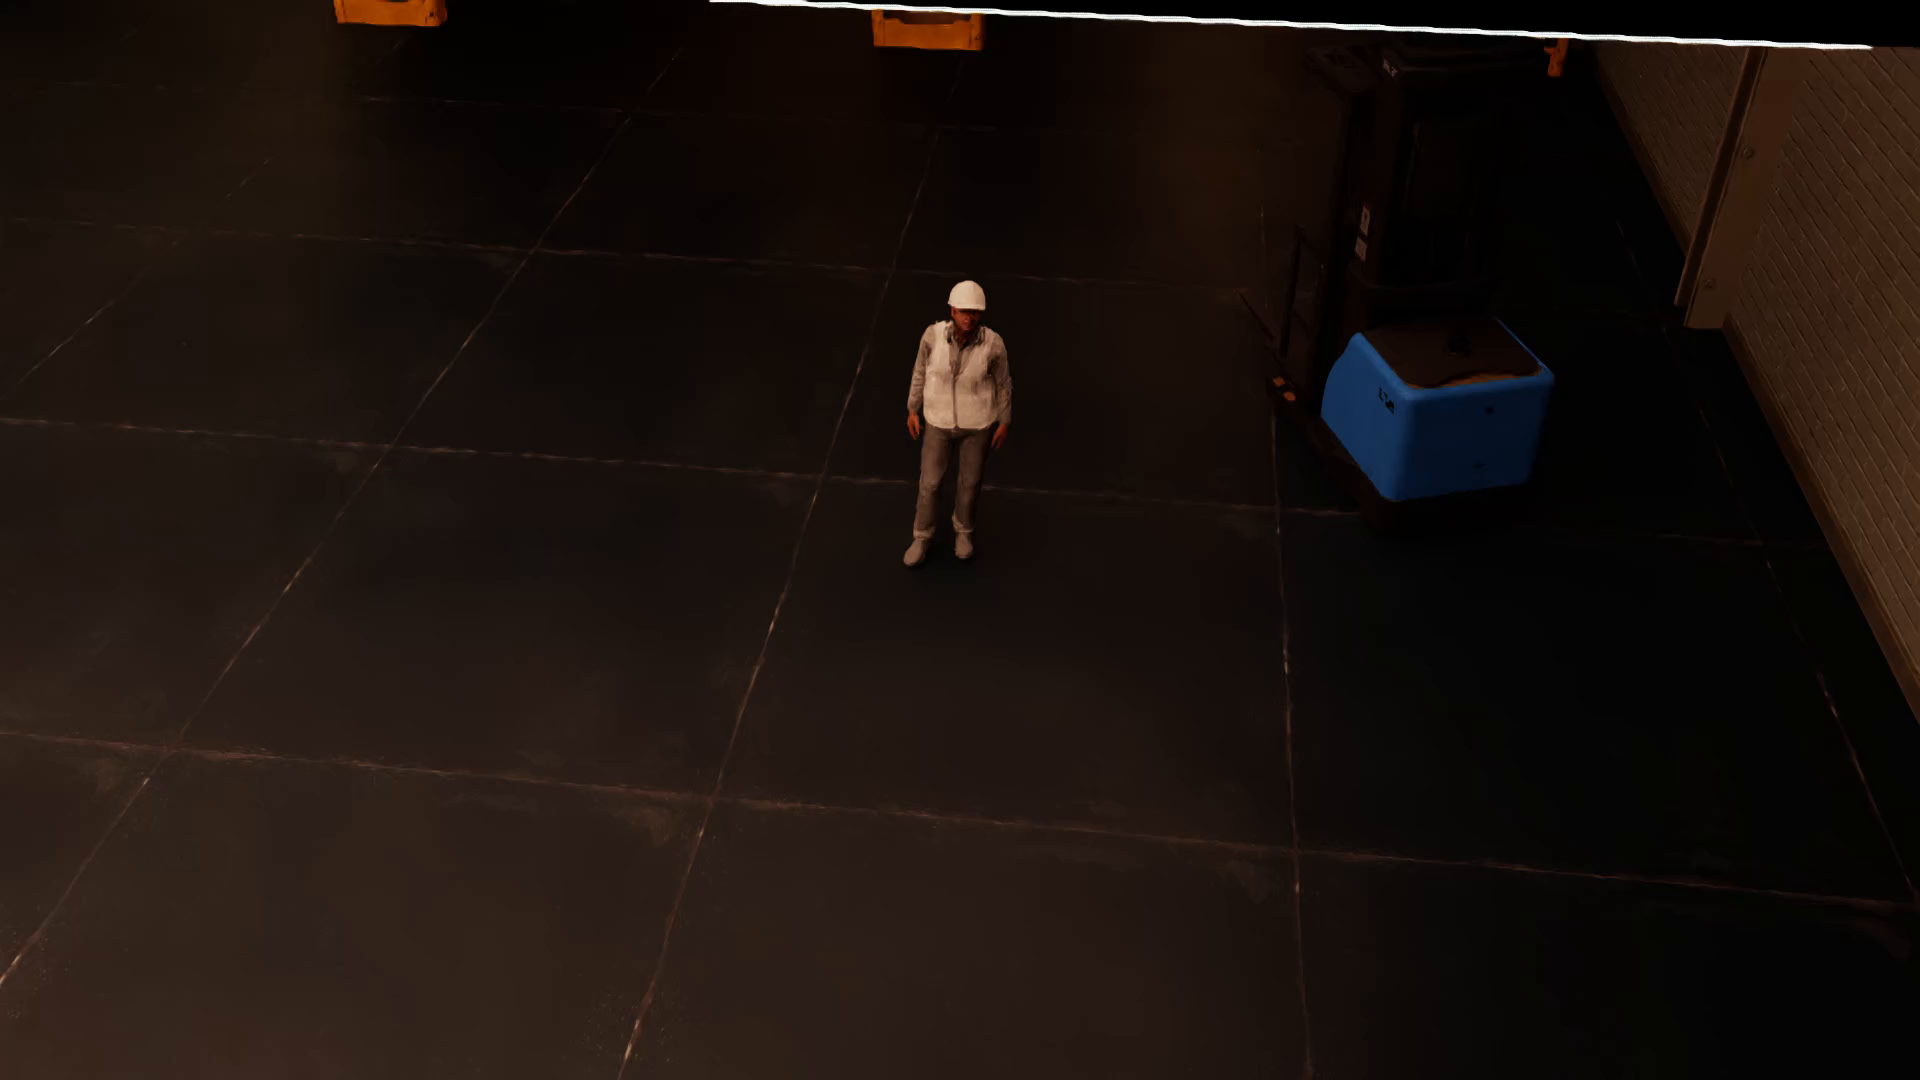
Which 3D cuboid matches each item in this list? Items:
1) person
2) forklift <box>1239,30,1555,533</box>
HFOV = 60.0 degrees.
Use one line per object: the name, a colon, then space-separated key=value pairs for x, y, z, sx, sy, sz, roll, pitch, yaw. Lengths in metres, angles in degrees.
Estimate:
person: x=-0.016 y=-0.684 z=9.920 sx=0.632 sy=1.773 sz=0.567 roll=4 pitch=37 yaw=6
forklift: x=2.803 y=-2.099 z=10.877 sx=1.130 sy=2.935 sz=3.031 roll=-8 pitch=37 yaw=-10
